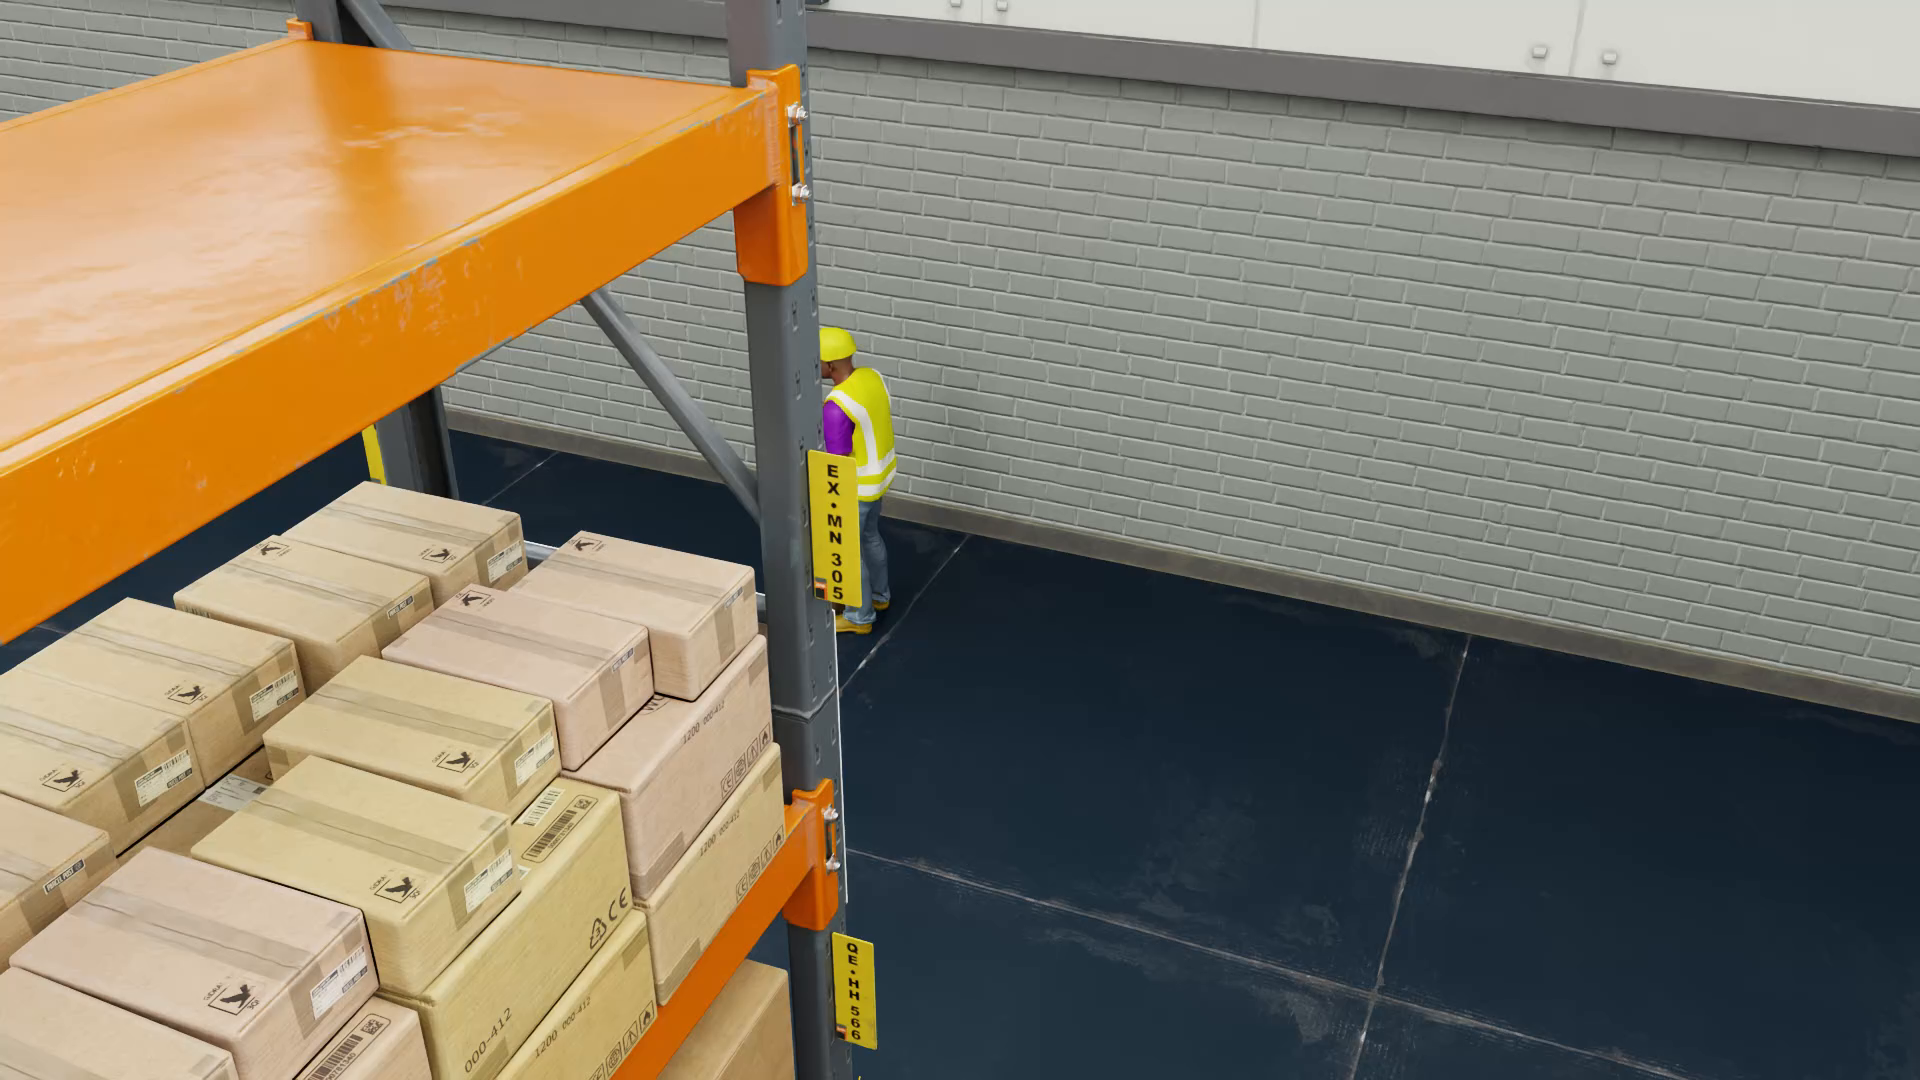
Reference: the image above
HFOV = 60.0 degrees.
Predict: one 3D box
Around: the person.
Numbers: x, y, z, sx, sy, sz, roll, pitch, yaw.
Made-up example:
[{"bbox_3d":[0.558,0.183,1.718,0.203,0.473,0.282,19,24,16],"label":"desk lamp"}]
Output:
[{"bbox_3d":[-0.586,-0.323,8.953,0.463,1.760,0.635,11,31,18],"label":"person"}]
